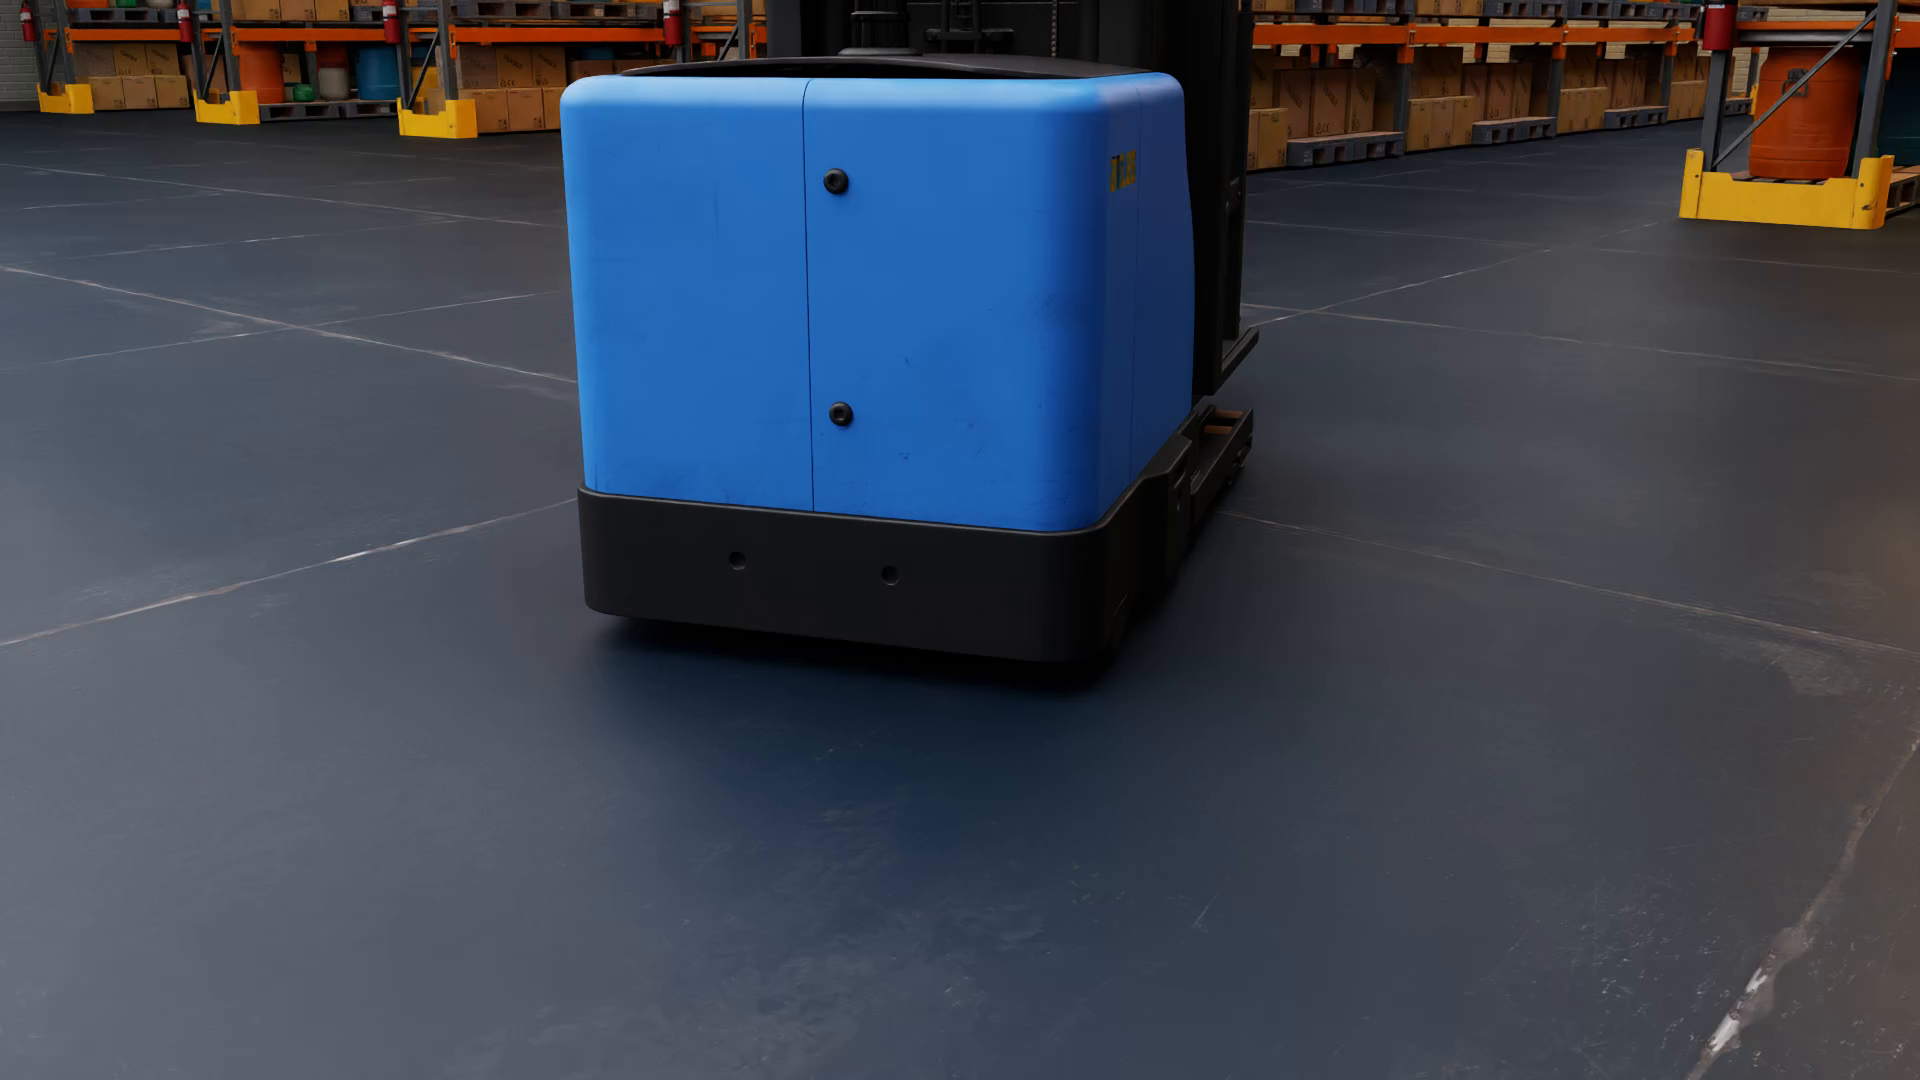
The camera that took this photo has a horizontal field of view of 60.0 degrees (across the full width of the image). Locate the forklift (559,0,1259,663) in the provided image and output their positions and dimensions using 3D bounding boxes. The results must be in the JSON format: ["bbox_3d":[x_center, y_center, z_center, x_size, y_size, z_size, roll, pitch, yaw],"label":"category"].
[{"bbox_3d":[0.182,-1.571,4.072,1.130,2.935,3.031,5,18,17],"label":"forklift"}]
